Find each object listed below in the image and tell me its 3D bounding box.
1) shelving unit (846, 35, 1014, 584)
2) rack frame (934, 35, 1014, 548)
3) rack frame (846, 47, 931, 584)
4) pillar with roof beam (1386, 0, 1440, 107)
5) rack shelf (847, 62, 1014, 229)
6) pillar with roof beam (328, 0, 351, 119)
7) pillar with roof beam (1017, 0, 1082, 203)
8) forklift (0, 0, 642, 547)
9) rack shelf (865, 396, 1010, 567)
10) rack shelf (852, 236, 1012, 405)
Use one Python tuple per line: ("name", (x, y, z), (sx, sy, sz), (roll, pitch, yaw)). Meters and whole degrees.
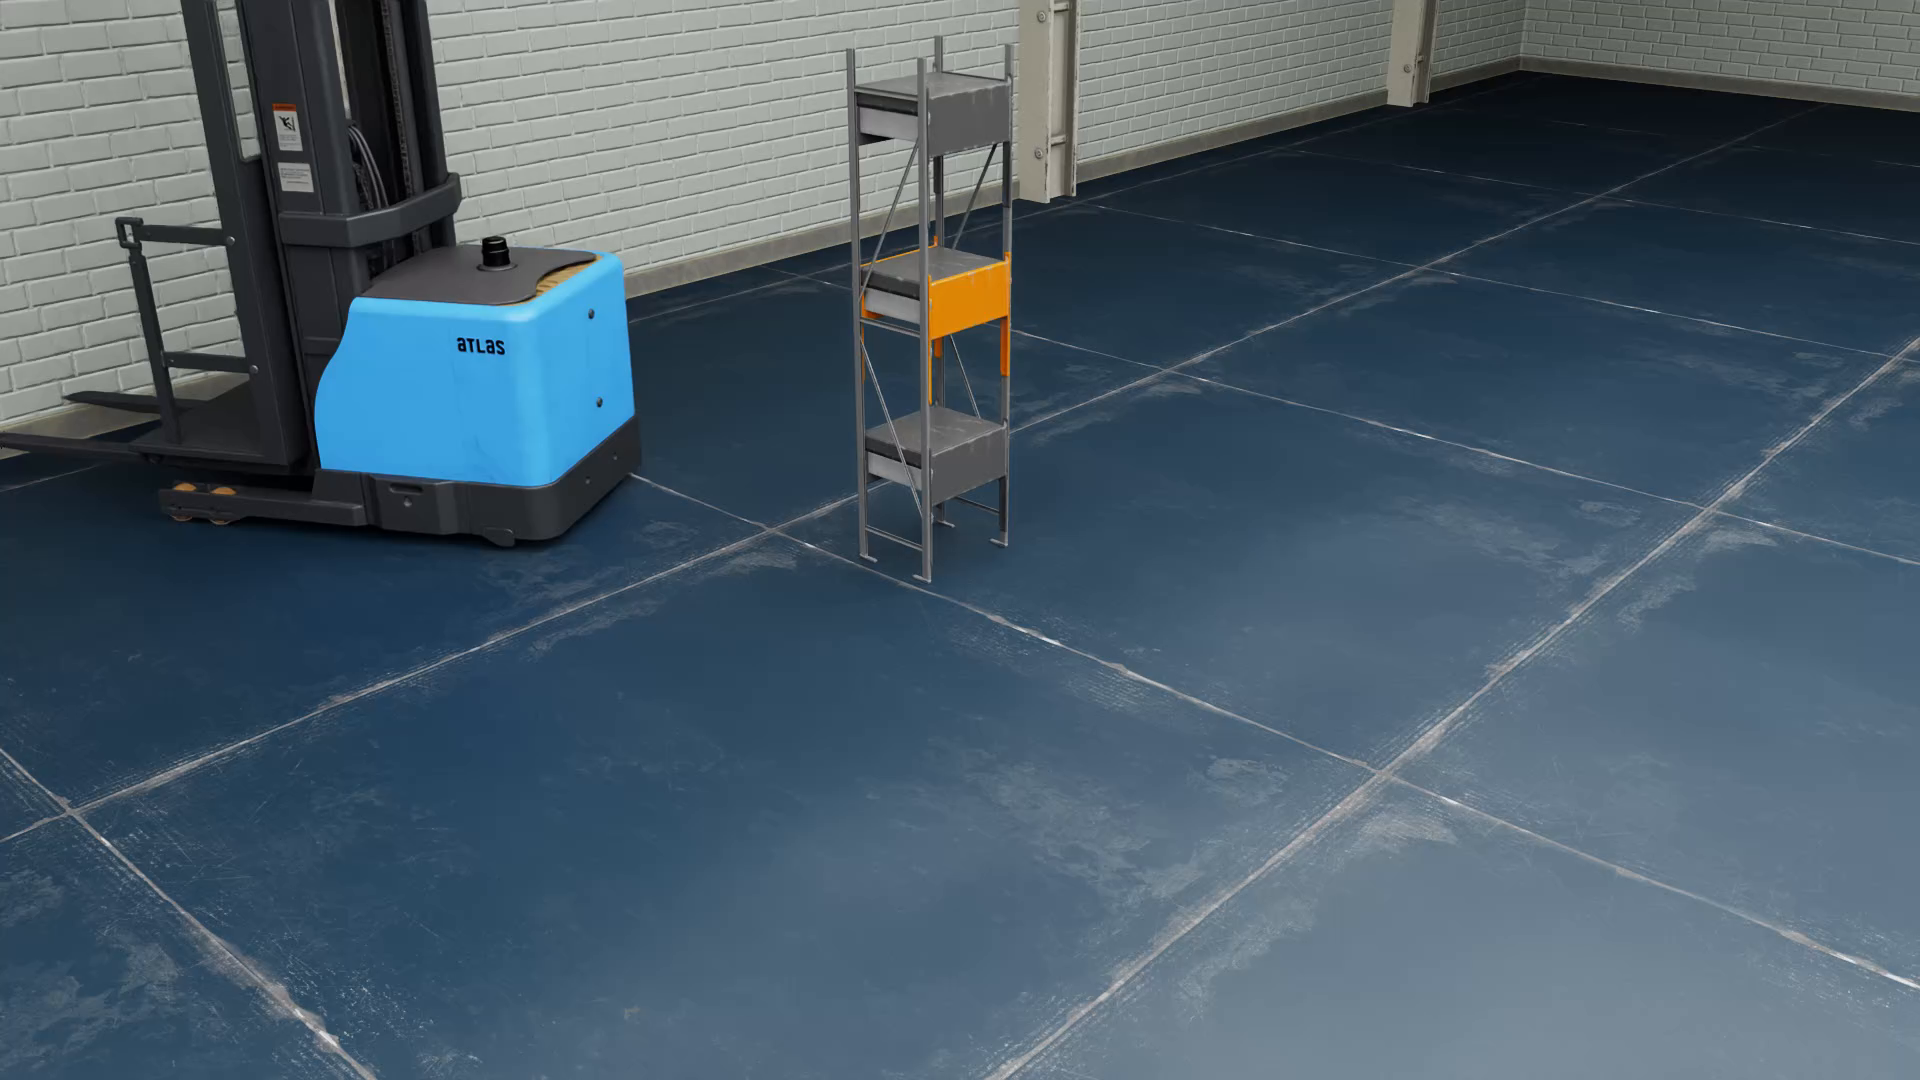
("shelving unit", (-0.110, -0.908, 6.708), (0.431, 2.100, 0.503), (20, 31, 38))
("rack frame", (0.052, -0.982, 6.874), (0.400, 2.100, 0.015), (20, 31, 38))
("rack frame", (-0.273, -0.833, 6.542), (0.400, 2.100, 0.015), (20, 31, 38))
("pillar with roof beam", (7.909, -7.537, 13.060), (9.100, 9.000, 0.400), (20, 31, 38))
("rack shelf", (-0.110, -1.534, 6.427), (0.431, 0.518, 0.480), (20, 31, 38))
("pillar with roof beam", (-0.100, -3.881, 4.906), (9.100, 9.000, 0.400), (20, 31, 38))
("pillar with roof beam", (3.904, -5.709, 8.983), (9.100, 9.000, 0.400), (20, 31, 38))
("forklift", (-3.086, -1.607, 7.251), (3.031, 2.935, 1.130), (5, 25, 12))
("rack shelf", (-0.110, -0.256, 7.000), (0.431, 0.518, 0.480), (20, 31, 38))
("rack shelf", (-0.110, -0.895, 6.714), (0.431, 0.518, 0.480), (20, 31, 38))
